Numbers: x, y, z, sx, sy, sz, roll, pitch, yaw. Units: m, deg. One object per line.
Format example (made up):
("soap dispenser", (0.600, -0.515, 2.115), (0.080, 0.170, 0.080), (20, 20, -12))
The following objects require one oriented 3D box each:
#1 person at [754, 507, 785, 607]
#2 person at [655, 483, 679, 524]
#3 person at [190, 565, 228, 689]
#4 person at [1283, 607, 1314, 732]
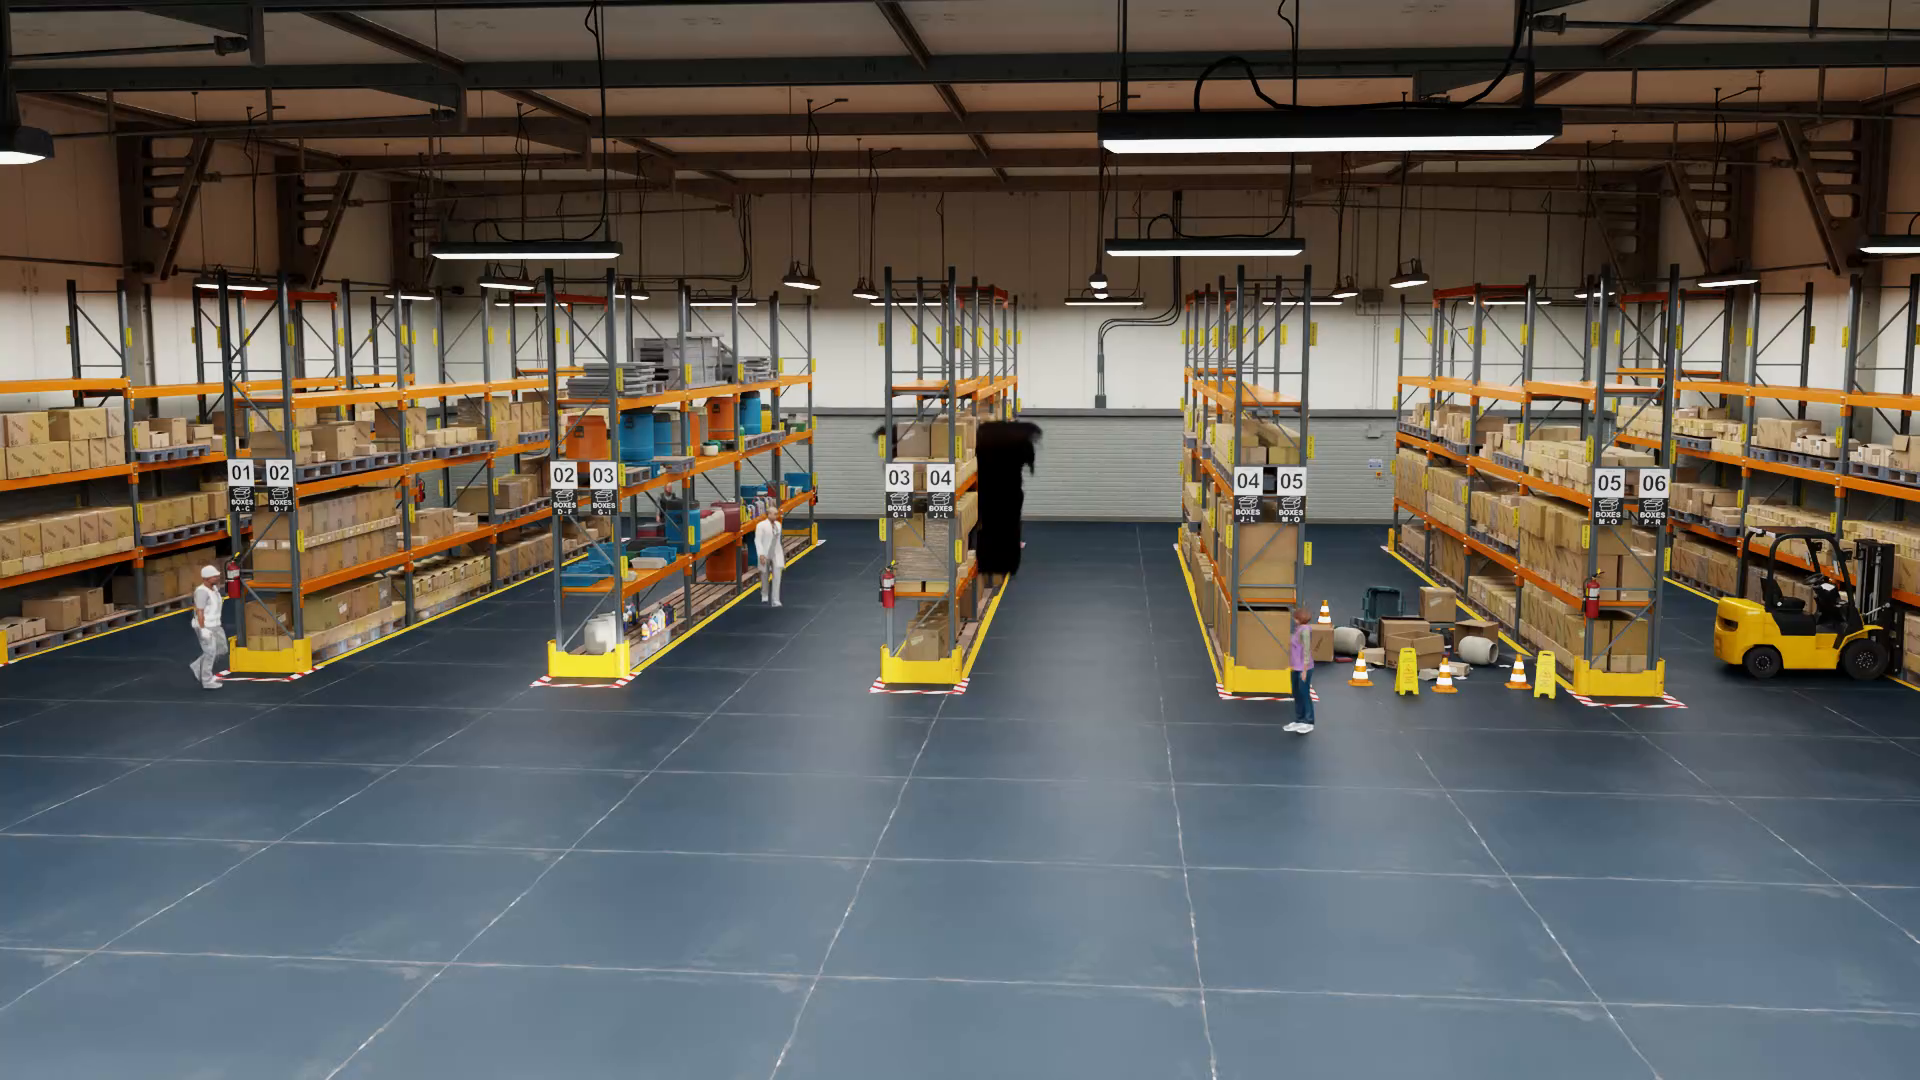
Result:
("person", (-3.360, 0.285, 29.372), (0.532, 1.743, 1.055), (-1, 7, -7))
("person", (-6.746, -0.484, 38.299), (0.520, 1.684, 0.988), (0, 7, 3))
("person", (-10.803, 1.240, 23.717), (0.587, 1.767, 0.588), (1, 7, 5))
("person", (4.334, 1.649, 21.141), (0.359, 1.625, 0.451), (-2, 7, -14))
